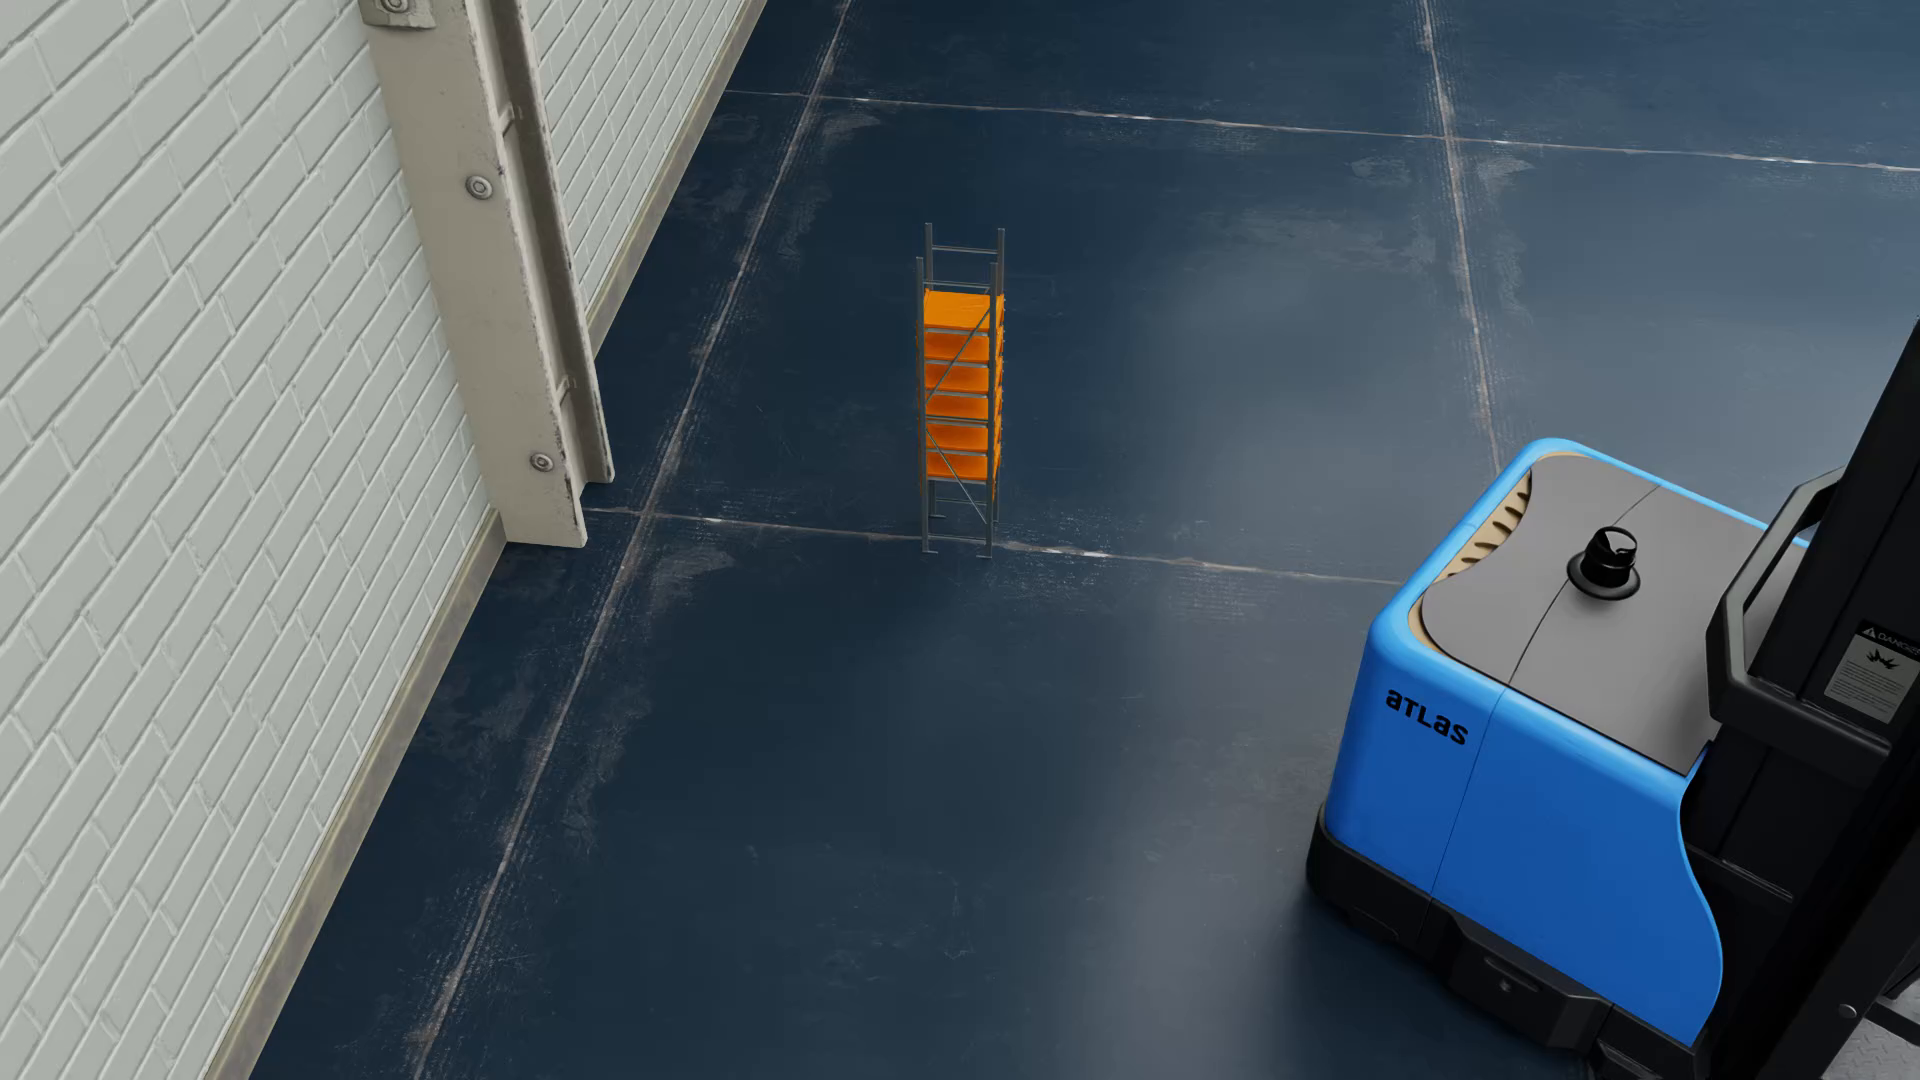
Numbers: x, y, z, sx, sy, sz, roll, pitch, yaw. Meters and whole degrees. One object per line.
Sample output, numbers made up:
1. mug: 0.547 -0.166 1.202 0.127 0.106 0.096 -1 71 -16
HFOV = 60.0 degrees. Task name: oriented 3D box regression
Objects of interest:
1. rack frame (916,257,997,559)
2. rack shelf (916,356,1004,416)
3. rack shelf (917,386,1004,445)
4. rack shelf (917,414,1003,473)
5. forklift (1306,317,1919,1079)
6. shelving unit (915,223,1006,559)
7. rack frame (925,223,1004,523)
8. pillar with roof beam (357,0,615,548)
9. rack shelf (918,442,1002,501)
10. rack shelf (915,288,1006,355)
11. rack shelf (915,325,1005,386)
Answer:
1. rack frame: -0.010 -0.383 5.282 0.240 1.200 0.006 5 44 6
2. rack shelf: 0.002 -0.500 5.296 0.258 0.103 0.180 5 44 6
3. rack shelf: 0.002 -0.413 5.378 0.258 0.103 0.180 5 44 6
4. rack shelf: 0.002 -0.326 5.461 0.258 0.103 0.180 5 44 6
5. forklift: 2.433 0.308 3.293 3.031 2.935 1.130 29 51 27
6. shelving unit: 0.002 -0.446 5.348 0.258 1.200 0.189 5 44 6
7. rack frame: 0.014 -0.508 5.414 0.240 1.200 0.006 5 44 6
8. pillar with roof beam: 2.844 -2.998 2.371 9.100 9.000 0.400 5 44 6
9. rack shelf: 0.002 -0.239 5.543 0.258 0.103 0.180 5 44 6
10. rack shelf: 0.002 -0.675 5.131 0.258 0.103 0.180 5 44 6
11. rack shelf: 0.002 -0.588 5.213 0.258 0.103 0.180 5 44 6
